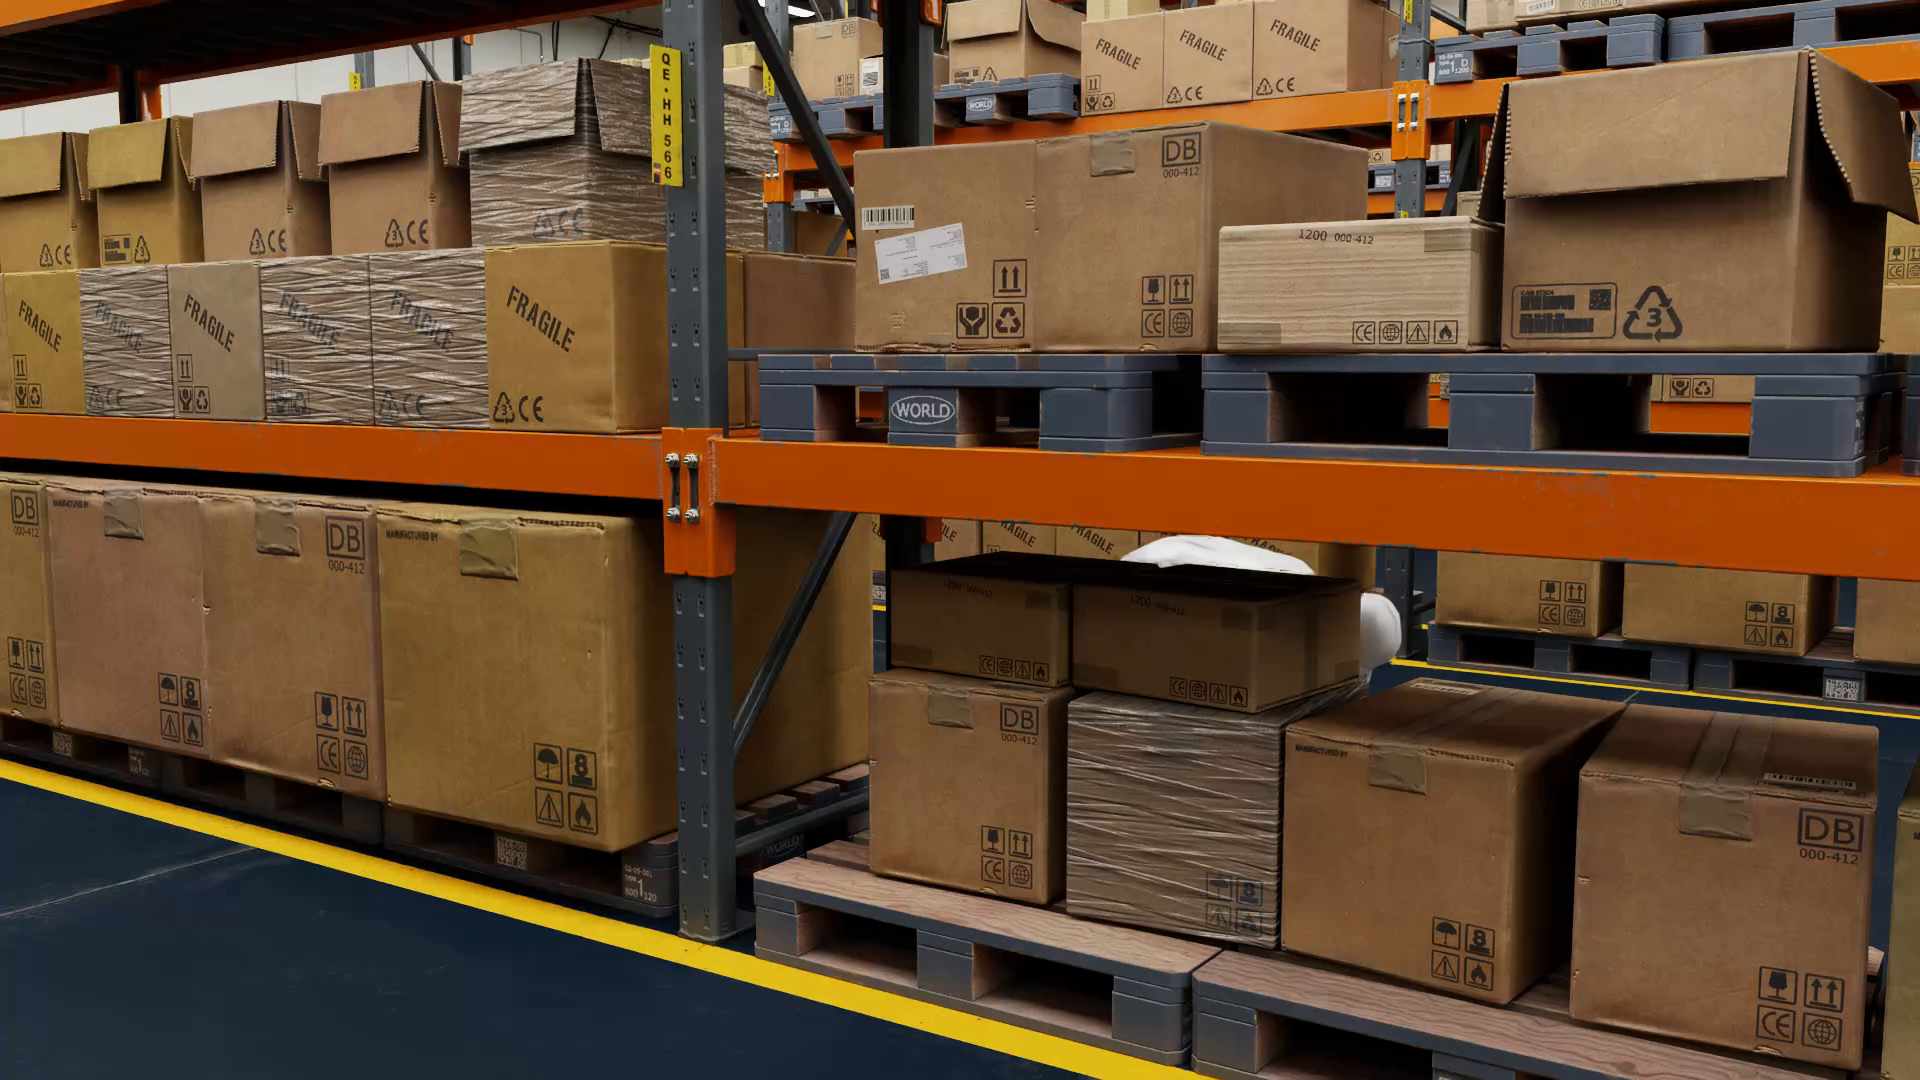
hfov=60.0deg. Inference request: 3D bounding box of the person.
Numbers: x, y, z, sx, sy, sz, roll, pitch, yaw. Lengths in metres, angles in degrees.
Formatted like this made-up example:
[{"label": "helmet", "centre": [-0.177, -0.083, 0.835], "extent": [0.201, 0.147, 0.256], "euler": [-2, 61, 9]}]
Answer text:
[{"label": "person", "centre": [0.953, 0.450, 5.420], "extent": [0.975, 0.925, 0.511], "euler": [4, 8, 34]}]
